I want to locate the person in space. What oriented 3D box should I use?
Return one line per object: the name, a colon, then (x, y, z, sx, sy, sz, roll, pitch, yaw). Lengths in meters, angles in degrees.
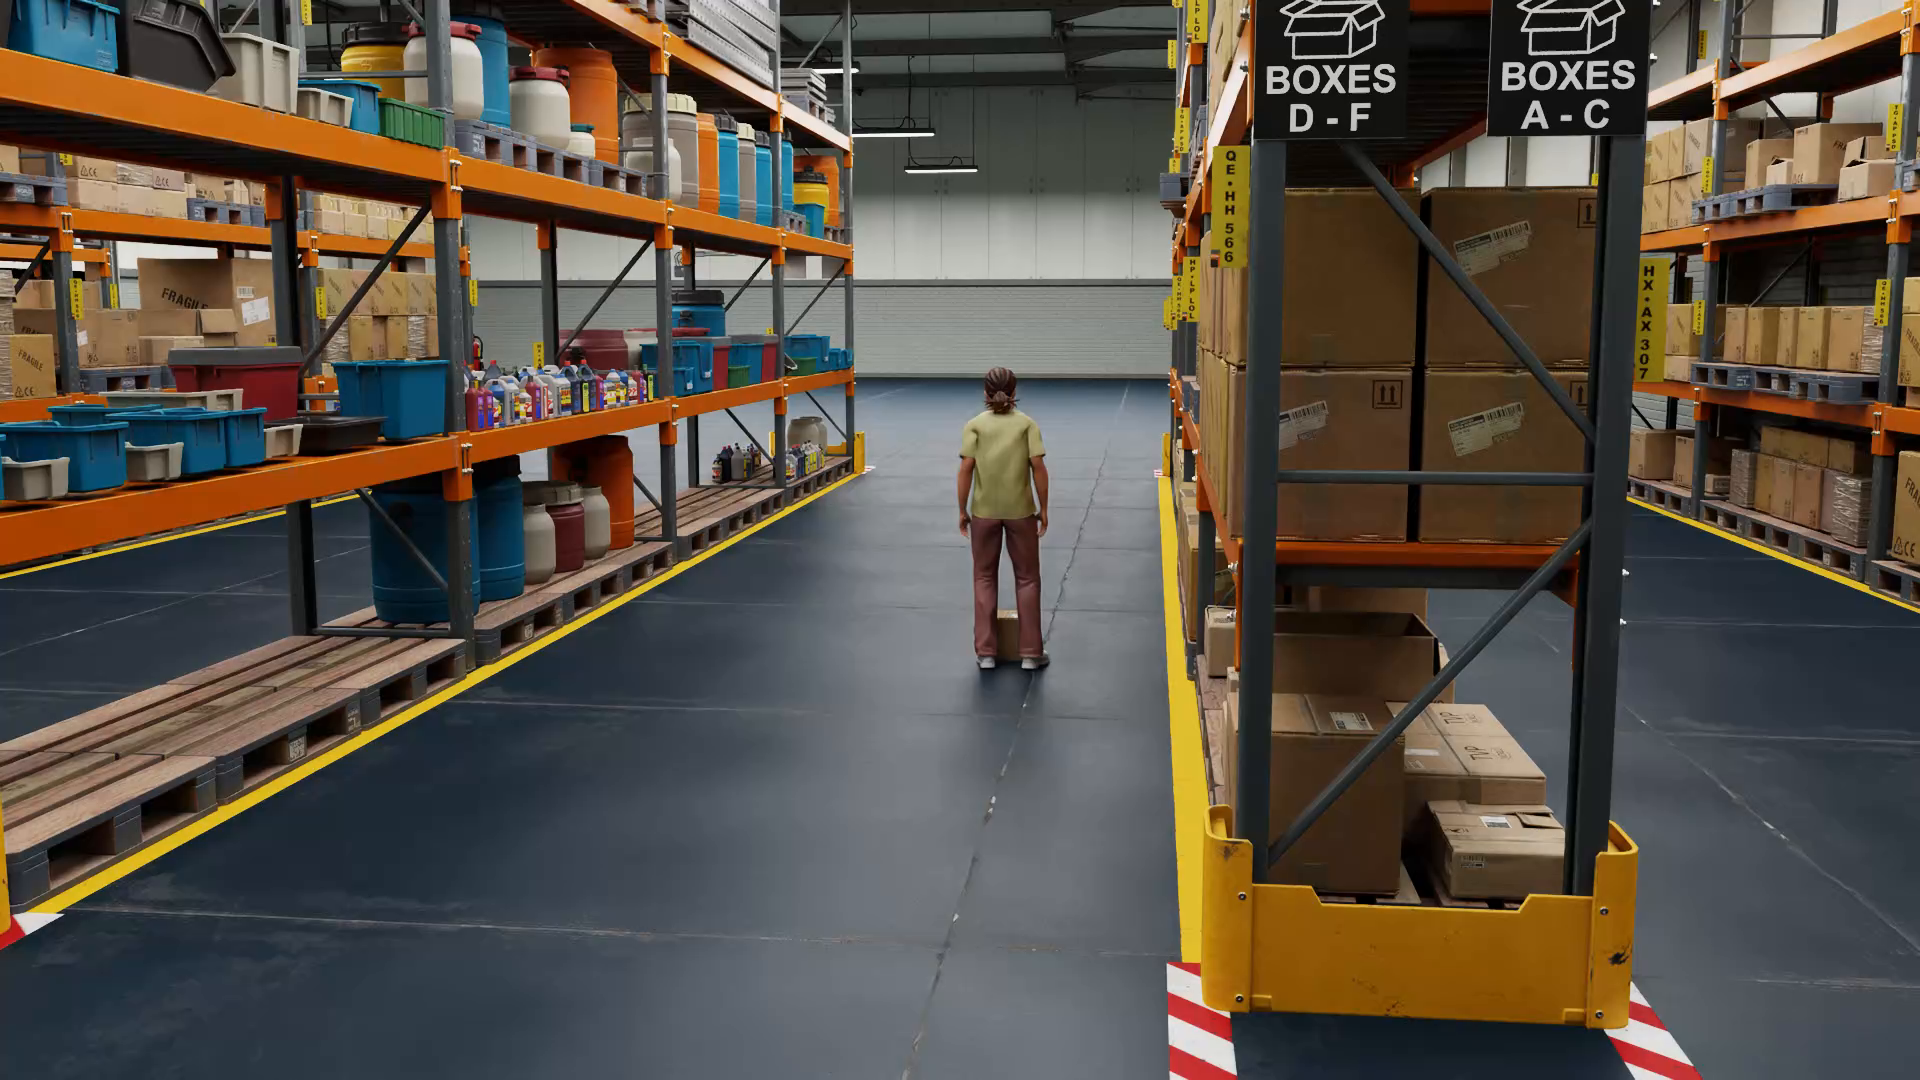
person: (0.245, -0.123, 9.220, 0.516, 1.671, 0.364, 0, 8, 4)
